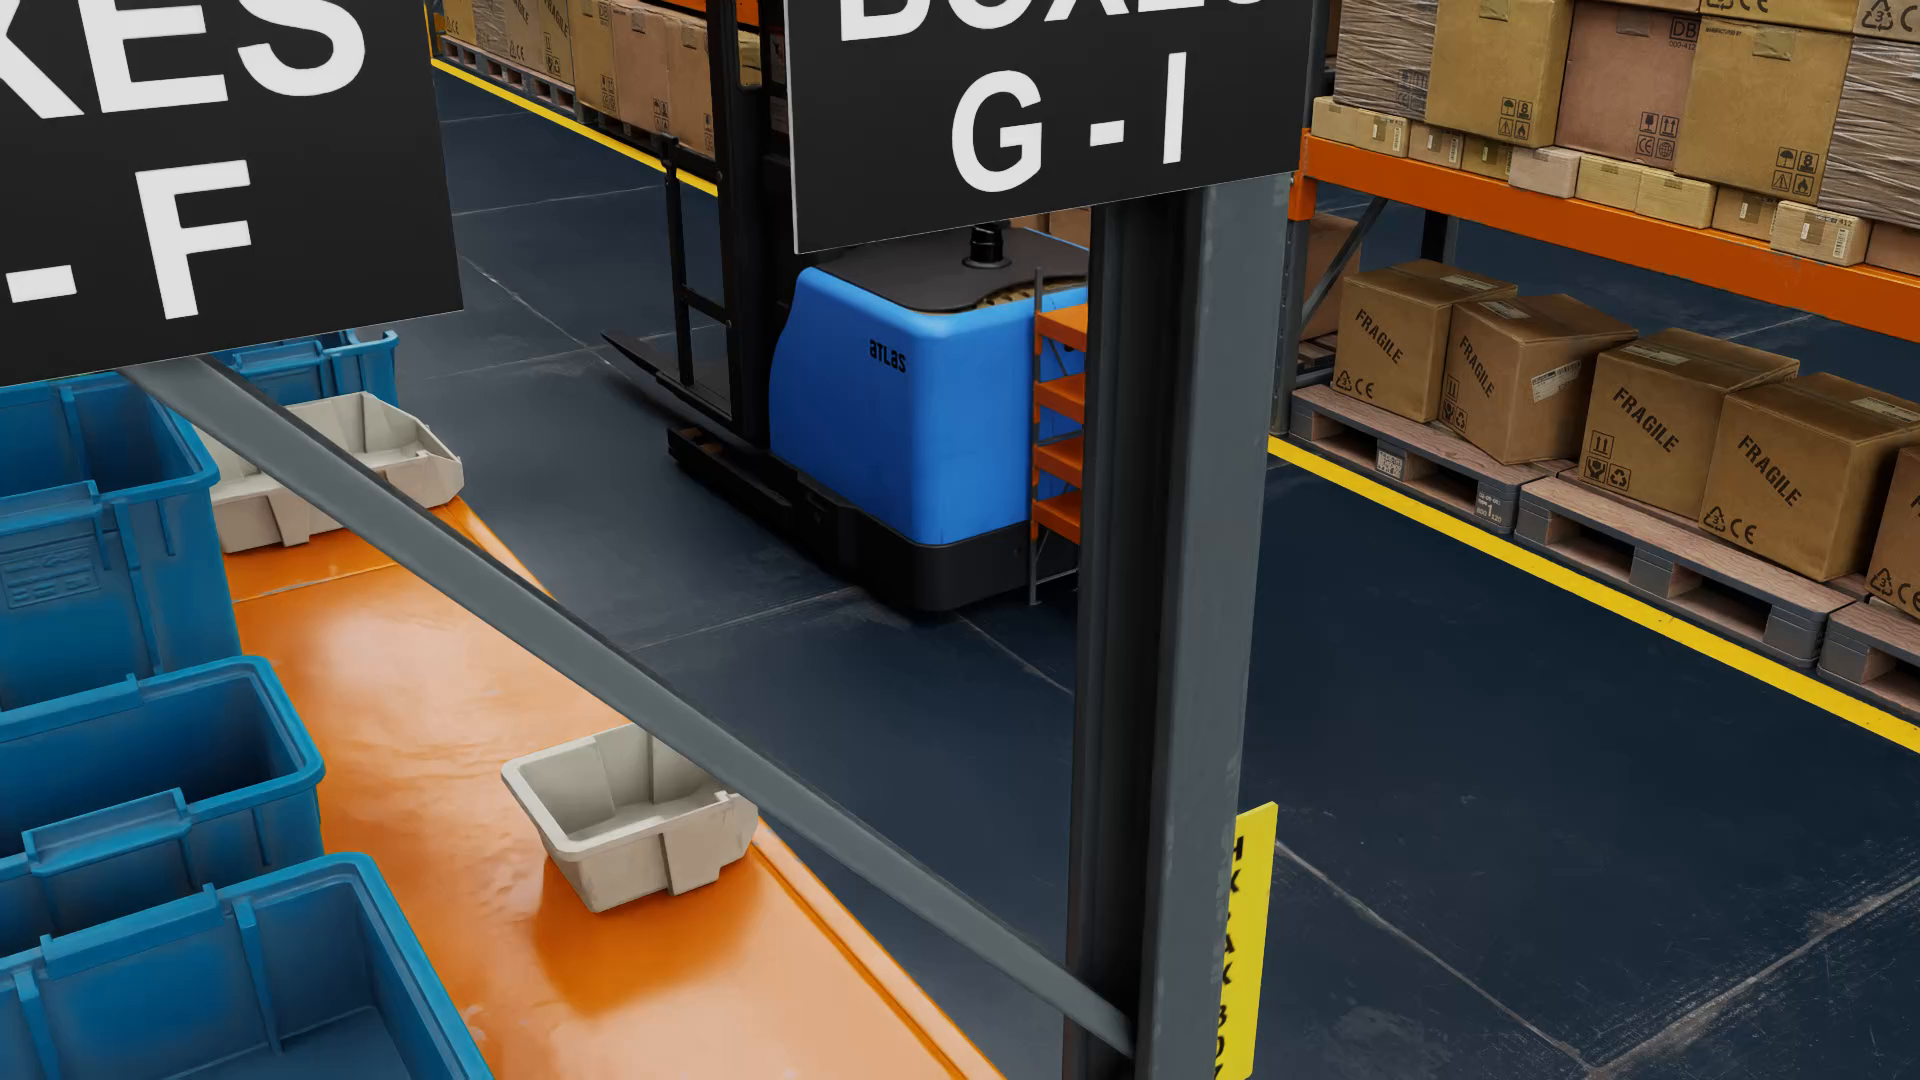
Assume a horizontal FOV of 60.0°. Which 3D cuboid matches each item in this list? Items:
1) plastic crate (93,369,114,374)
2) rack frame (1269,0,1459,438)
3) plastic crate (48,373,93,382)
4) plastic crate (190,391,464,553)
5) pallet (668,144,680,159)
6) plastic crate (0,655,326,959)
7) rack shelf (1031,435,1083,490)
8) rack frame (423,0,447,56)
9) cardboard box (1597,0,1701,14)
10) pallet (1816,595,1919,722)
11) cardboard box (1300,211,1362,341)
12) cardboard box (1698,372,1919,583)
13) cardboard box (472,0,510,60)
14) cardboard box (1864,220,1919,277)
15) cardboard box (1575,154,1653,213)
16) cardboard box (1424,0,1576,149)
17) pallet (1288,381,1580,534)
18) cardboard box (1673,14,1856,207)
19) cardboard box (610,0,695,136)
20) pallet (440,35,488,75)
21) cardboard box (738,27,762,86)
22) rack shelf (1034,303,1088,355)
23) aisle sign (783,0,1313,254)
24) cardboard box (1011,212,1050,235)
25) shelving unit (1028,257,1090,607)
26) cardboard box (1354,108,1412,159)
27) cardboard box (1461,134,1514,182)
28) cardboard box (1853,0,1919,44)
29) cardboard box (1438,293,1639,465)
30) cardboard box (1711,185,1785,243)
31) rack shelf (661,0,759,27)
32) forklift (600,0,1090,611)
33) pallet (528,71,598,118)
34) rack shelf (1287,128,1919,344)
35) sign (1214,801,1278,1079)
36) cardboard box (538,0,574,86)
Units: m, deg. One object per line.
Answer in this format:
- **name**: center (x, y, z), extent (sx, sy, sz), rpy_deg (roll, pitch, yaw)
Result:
- **plastic crate**: center (-2.219, -0.536, 3.944), extent (0.767, 0.338, 0.504), rpy_deg (-16, 29, -30)
- **rack frame**: center (1.751, -1.935, 6.835), extent (1.000, 3.000, 0.127), rpy_deg (-16, 29, -30)
- **plastic crate**: center (-1.894, -0.134, 3.267), extent (0.450, 0.188, 0.662), rpy_deg (-16, 29, -30)
- **plastic crate**: center (-1.300, -0.140, 3.341), extent (0.530, 0.136, 0.437), rpy_deg (-16, 29, -30)
- **pallet**: center (-1.462, -2.840, 12.019), extent (1.003, 0.211, 1.213), rpy_deg (-16, 29, -30)
- **plastic crate**: center (-1.089, 0.374, 2.117), extent (0.499, 0.251, 0.408), rpy_deg (-16, 29, -30)
- **rack shelf**: center (0.479, -0.197, 5.419), extent (0.258, 0.148, 0.480), rpy_deg (-17, 30, -31)
- **rack frame**: center (-4.800, -6.227, 15.927), extent (1.000, 3.000, 0.127), rpy_deg (-16, 29, -30)
- **cardboard box**: center (2.331, -1.989, 5.313), extent (0.500, 0.500, 0.500), rpy_deg (-16, 29, -30)
- **pallet**: center (3.479, 0.431, 5.090), extent (1.003, 0.211, 1.213), rpy_deg (-16, 29, -30)
- **cardboard box**: center (1.434, -1.228, 7.751), extent (0.700, 0.500, 0.500), rpy_deg (-18, 31, -33)
- **cardboard box**: center (2.927, -0.225, 5.649), extent (0.500, 0.500, 0.500), rpy_deg (-13, 28, -25)
- **cardboard box**: center (-3.886, -4.920, 15.156), extent (0.875, 0.875, 0.875), rpy_deg (-16, 29, -30)
- **cardboard box**: center (2.910, -0.888, 4.911), extent (0.380, 0.149, 0.250), rpy_deg (-16, 29, -30)
- **cardboard box**: center (2.320, -1.233, 5.642), extent (0.380, 0.149, 0.250), rpy_deg (-16, 29, -30)
- **cardboard box**: center (2.189, -1.752, 5.983), extent (0.875, 0.500, 0.500), rpy_deg (-16, 29, -30)
- **pallet**: center (2.147, -0.442, 6.939), extent (1.003, 0.211, 1.213), rpy_deg (-16, 29, -30)
- **cardboard box**: center (2.784, -1.408, 5.254), extent (0.875, 0.500, 0.500), rpy_deg (-16, 29, -30)
- **cardboard box**: center (-1.761, -3.482, 12.109), extent (1.225, 0.875, 0.875), rpy_deg (-17, 30, -31)
- **pallet**: center (-4.298, -4.698, 15.955), extent (1.003, 0.211, 1.213), rpy_deg (-16, 29, -30)
- **cardboard box**: center (-0.792, -2.846, 10.763), extent (1.225, 0.875, 0.875), rpy_deg (-17, 30, -32)
- **rack shelf**: center (0.479, -0.613, 5.222), extent (0.258, 0.148, 0.480), rpy_deg (-17, 30, -31)
- **aisle sign**: center (0.070, -0.568, 0.894), extent (0.394, 0.787, 0.004), rpy_deg (-16, 29, -30)
- **cardboard box**: center (0.579, -1.803, 8.968), extent (0.700, 0.500, 0.500), rpy_deg (-13, 28, -25)
- **shelving unit**: center (0.479, -0.258, 5.390), extent (0.258, 1.200, 0.503), rpy_deg (-17, 30, -31)
- **cardboard box**: center (1.742, -1.582, 6.381), extent (0.380, 0.149, 0.250), rpy_deg (-16, 29, -30)
- **cardboard box**: center (2.046, -1.412, 6.021), extent (0.380, 0.149, 0.250), rpy_deg (-16, 29, -30)
- **cardboard box**: center (2.879, -1.632, 4.557), extent (0.500, 0.500, 0.500), rpy_deg (-16, 29, -30)
- **cardboard box**: center (2.255, -0.639, 6.526), extent (0.500, 0.500, 0.500), rpy_deg (-6, 26, -13)
- **cardboard box**: center (2.621, -1.062, 5.280), extent (0.380, 0.149, 0.250), rpy_deg (-16, 29, -30)
- **rack shelf**: center (-1.524, -3.756, 11.535), extent (1.077, 0.370, 4.000), rpy_deg (-16, 29, -30)
- **forklift**: center (-0.550, -1.661, 6.335), extent (1.130, 2.935, 3.031), rpy_deg (-17, 30, -31)
- **pallet**: center (-2.966, -3.826, 14.106), extent (1.003, 0.211, 1.213), rpy_deg (-16, 29, -30)
- **rack shelf**: center (2.843, -0.894, 5.473), extent (1.077, 0.370, 4.000), rpy_deg (-16, 29, -30)
- **sign**: center (0.248, 0.398, 1.569), extent (0.100, 0.325, 0.005), rpy_deg (-16, 29, -30)
- **cardboard box**: center (-2.909, -4.280, 13.800), extent (0.875, 0.875, 0.875), rpy_deg (-16, 29, -30)
